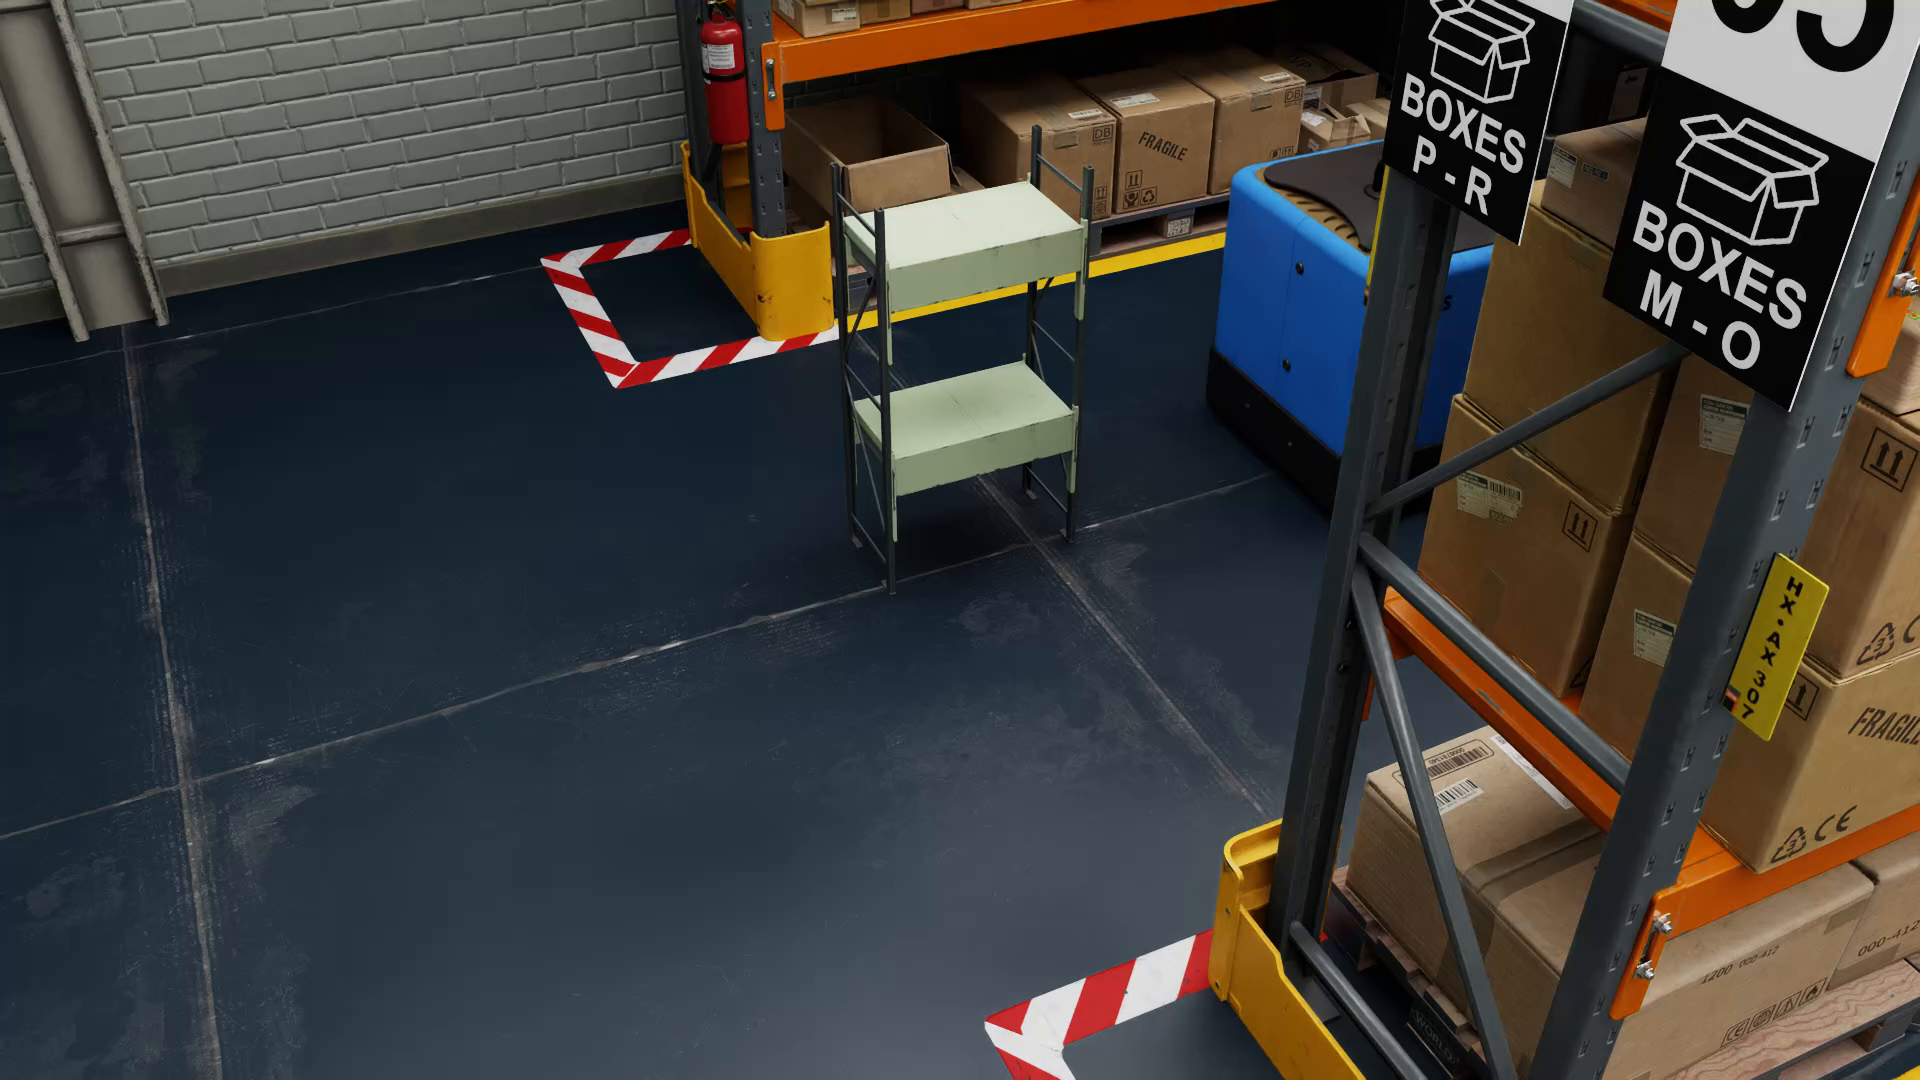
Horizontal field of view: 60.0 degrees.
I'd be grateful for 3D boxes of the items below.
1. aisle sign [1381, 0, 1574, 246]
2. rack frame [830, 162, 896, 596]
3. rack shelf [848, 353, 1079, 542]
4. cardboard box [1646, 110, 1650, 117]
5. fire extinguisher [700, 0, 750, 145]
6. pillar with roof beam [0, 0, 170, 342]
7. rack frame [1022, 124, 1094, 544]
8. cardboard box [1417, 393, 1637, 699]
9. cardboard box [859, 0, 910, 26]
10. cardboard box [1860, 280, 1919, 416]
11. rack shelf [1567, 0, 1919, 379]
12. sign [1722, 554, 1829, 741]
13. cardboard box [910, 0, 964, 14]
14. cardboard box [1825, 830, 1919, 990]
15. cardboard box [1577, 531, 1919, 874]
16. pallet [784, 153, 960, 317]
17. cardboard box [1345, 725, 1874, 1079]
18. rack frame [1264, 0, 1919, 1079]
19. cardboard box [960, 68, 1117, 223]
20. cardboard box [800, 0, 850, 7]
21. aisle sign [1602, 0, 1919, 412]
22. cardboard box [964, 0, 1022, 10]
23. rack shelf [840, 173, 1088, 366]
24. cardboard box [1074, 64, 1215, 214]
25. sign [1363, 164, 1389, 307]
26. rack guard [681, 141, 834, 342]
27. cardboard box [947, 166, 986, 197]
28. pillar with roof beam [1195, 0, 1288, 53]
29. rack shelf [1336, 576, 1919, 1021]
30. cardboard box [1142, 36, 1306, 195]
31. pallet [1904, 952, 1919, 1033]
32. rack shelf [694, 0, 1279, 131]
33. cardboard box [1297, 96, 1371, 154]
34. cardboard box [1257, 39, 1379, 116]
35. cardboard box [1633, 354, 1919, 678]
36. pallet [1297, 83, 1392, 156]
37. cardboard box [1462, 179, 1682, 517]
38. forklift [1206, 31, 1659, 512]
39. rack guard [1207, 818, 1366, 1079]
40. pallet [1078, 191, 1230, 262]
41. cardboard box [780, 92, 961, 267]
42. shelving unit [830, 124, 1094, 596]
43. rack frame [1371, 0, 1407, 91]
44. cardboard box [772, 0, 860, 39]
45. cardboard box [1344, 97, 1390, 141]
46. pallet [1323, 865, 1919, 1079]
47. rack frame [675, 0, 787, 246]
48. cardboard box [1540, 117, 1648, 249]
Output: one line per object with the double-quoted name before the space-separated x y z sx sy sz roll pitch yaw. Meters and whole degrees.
"aisle sign" 0.893 -0.937 2.813 0.004 0.787 0.394 -16 39 -20
"rack frame" -0.325 -0.511 5.681 0.023 1.500 0.400 -16 39 -20
"rack shelf" 0.006 -0.342 6.000 0.720 0.370 0.431 -16 39 -20
"cardboard box" 1.549 -0.722 3.238 0.250 0.149 0.380 -15 39 -19
"fire extinguisher" -0.960 -1.952 6.742 0.183 0.674 0.296 -16 39 -20
"pillar with roof beam" -2.017 -2.311 1.812 0.400 9.000 9.100 -16 39 -20
"rack frame" 0.337 -0.697 5.930 0.023 1.500 0.400 -16 39 -20
"cardboard box" 1.414 -0.049 3.714 0.500 0.500 0.500 -15 39 -20
"cardboard box" -0.398 -2.343 7.102 0.250 0.149 0.380 -15 39 -19
"cardboard box" 1.529 -0.386 2.785 0.250 0.149 0.380 -15 39 -19
"rack shelf" 2.900 -1.166 3.390 4.000 0.370 1.077 -16 39 -20
"sign" 1.320 0.178 2.699 0.005 0.325 0.100 -16 39 -20
"cardboard box" -0.175 -2.428 7.217 0.250 0.149 0.380 -16 40 -21
"cardboard box" 2.469 0.660 4.641 0.875 0.438 0.875 -15 39 -19
"cardboard box" 1.646 0.250 3.312 0.500 0.500 0.500 -16 39 -20
"pallet" -0.233 -1.521 8.124 1.213 0.211 1.003 -16 39 -20
"cardboard box" 1.645 0.896 4.323 0.875 0.438 0.875 -17 40 -21
"rack frame" 1.090 0.256 3.386 0.127 3.000 1.000 -16 39 -20
"cardboard box" 0.361 -1.883 8.017 0.500 0.500 0.700 -14 39 -18
"cardboard box" -0.498 -2.448 6.909 0.500 0.250 0.500 -15 39 -20
"aisle sign" 1.148 -0.613 2.377 0.004 0.787 0.394 -16 39 -20
"cardboard box" 0.080 -2.459 7.259 0.250 0.149 0.380 -14 39 -19
"rack shelf" 0.006 -0.918 5.573 0.720 0.370 0.431 -16 39 -20
"cardboard box" 0.883 -1.963 8.125 0.500 0.500 0.500 -15 39 -19
"sign" 0.872 -0.600 3.370 0.005 0.325 0.100 -16 39 -20
"rack guard" -0.954 -1.435 7.765 0.348 0.500 1.175 -16 39 -20
"cardboard box" -0.028 -1.633 7.975 0.250 0.149 0.380 -17 40 -22
"pillar with roof beam" 3.414 -3.830 3.860 0.400 9.000 9.100 -16 39 -20
"rack shelf" 2.900 0.039 4.283 4.000 0.370 1.077 -16 39 -20
"cardboard box" 1.301 -2.146 8.371 0.500 0.500 0.700 -17 40 -22
"pallet" 2.883 0.825 4.960 1.213 0.211 1.003 -16 39 -20
"rack shelf" 0.788 -2.637 7.891 4.000 0.370 1.077 -16 39 -20
"cardboard box" 1.895 -2.113 8.523 0.258 0.266 0.396 -14 39 -18
"cardboard box" 1.900 -2.481 8.981 0.500 0.311 0.500 -14 39 -18
"cardboard box" 1.645 -0.153 3.015 0.500 0.500 0.500 -16 40 -21
"pallet" 1.976 -2.139 8.956 1.213 0.211 1.003 -16 39 -20
"cardboard box" 1.425 -0.436 3.396 0.500 0.500 0.500 -14 39 -18
"forklift" 2.588 -1.844 6.275 3.031 2.935 1.130 -15 39 -19
"rack guard" 1.068 1.266 4.123 0.348 0.500 1.175 -16 39 -20
"pallet" 0.870 -1.827 8.537 1.213 0.211 1.003 -16 39 -20
"cardboard box" -0.429 -1.689 7.753 0.637 0.503 0.797 -17 40 -22
"shelving unit" 0.006 -0.604 5.805 0.755 1.500 0.431 -16 39 -20
"rack frame" 2.598 -3.432 8.359 0.127 3.000 1.000 -16 39 -20
"cardboard box" -0.609 -2.254 6.982 0.250 0.149 0.380 -16 39 -20
"cardboard box" 2.219 -2.156 8.680 0.250 0.149 0.380 -17 40 -21
"pallet" 1.780 1.132 4.547 1.213 0.211 1.003 -16 39 -20
"rack frame" -1.023 -2.419 6.994 0.127 3.000 1.000 -16 39 -20
"cardboard box" 1.329 -0.645 3.134 0.250 0.149 0.380 -15 39 -19
